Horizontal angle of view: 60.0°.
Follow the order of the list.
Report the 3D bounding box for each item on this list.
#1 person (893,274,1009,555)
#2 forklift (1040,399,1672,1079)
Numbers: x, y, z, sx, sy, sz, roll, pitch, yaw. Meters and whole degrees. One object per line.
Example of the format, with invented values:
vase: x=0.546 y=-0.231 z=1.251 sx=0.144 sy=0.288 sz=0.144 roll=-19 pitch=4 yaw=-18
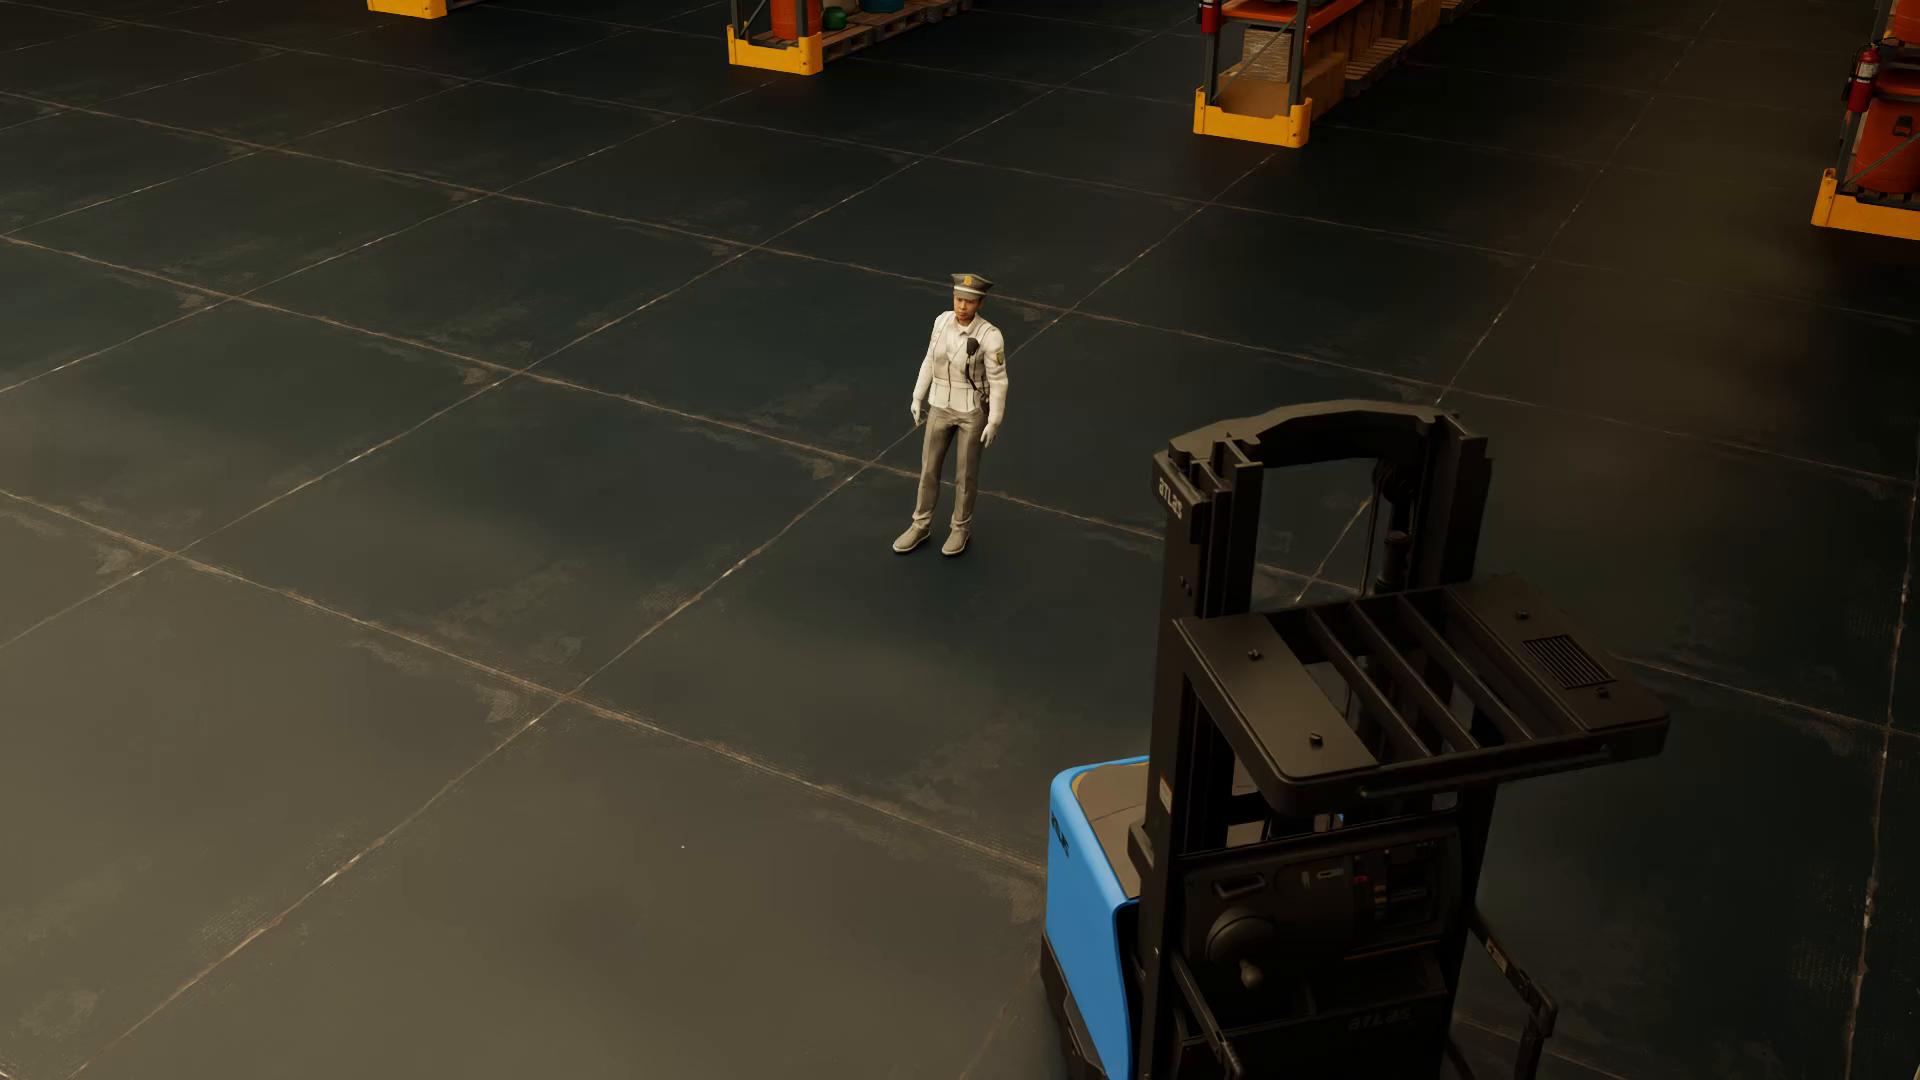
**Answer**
person: x=-0.038 y=-0.712 z=9.528 sx=0.588 sy=1.696 sz=0.533 roll=15 pitch=33 yaw=25
forklift: x=1.192 y=1.190 z=5.009 sx=1.130 sy=2.935 sz=3.031 roll=-7 pitch=31 yaw=-13
